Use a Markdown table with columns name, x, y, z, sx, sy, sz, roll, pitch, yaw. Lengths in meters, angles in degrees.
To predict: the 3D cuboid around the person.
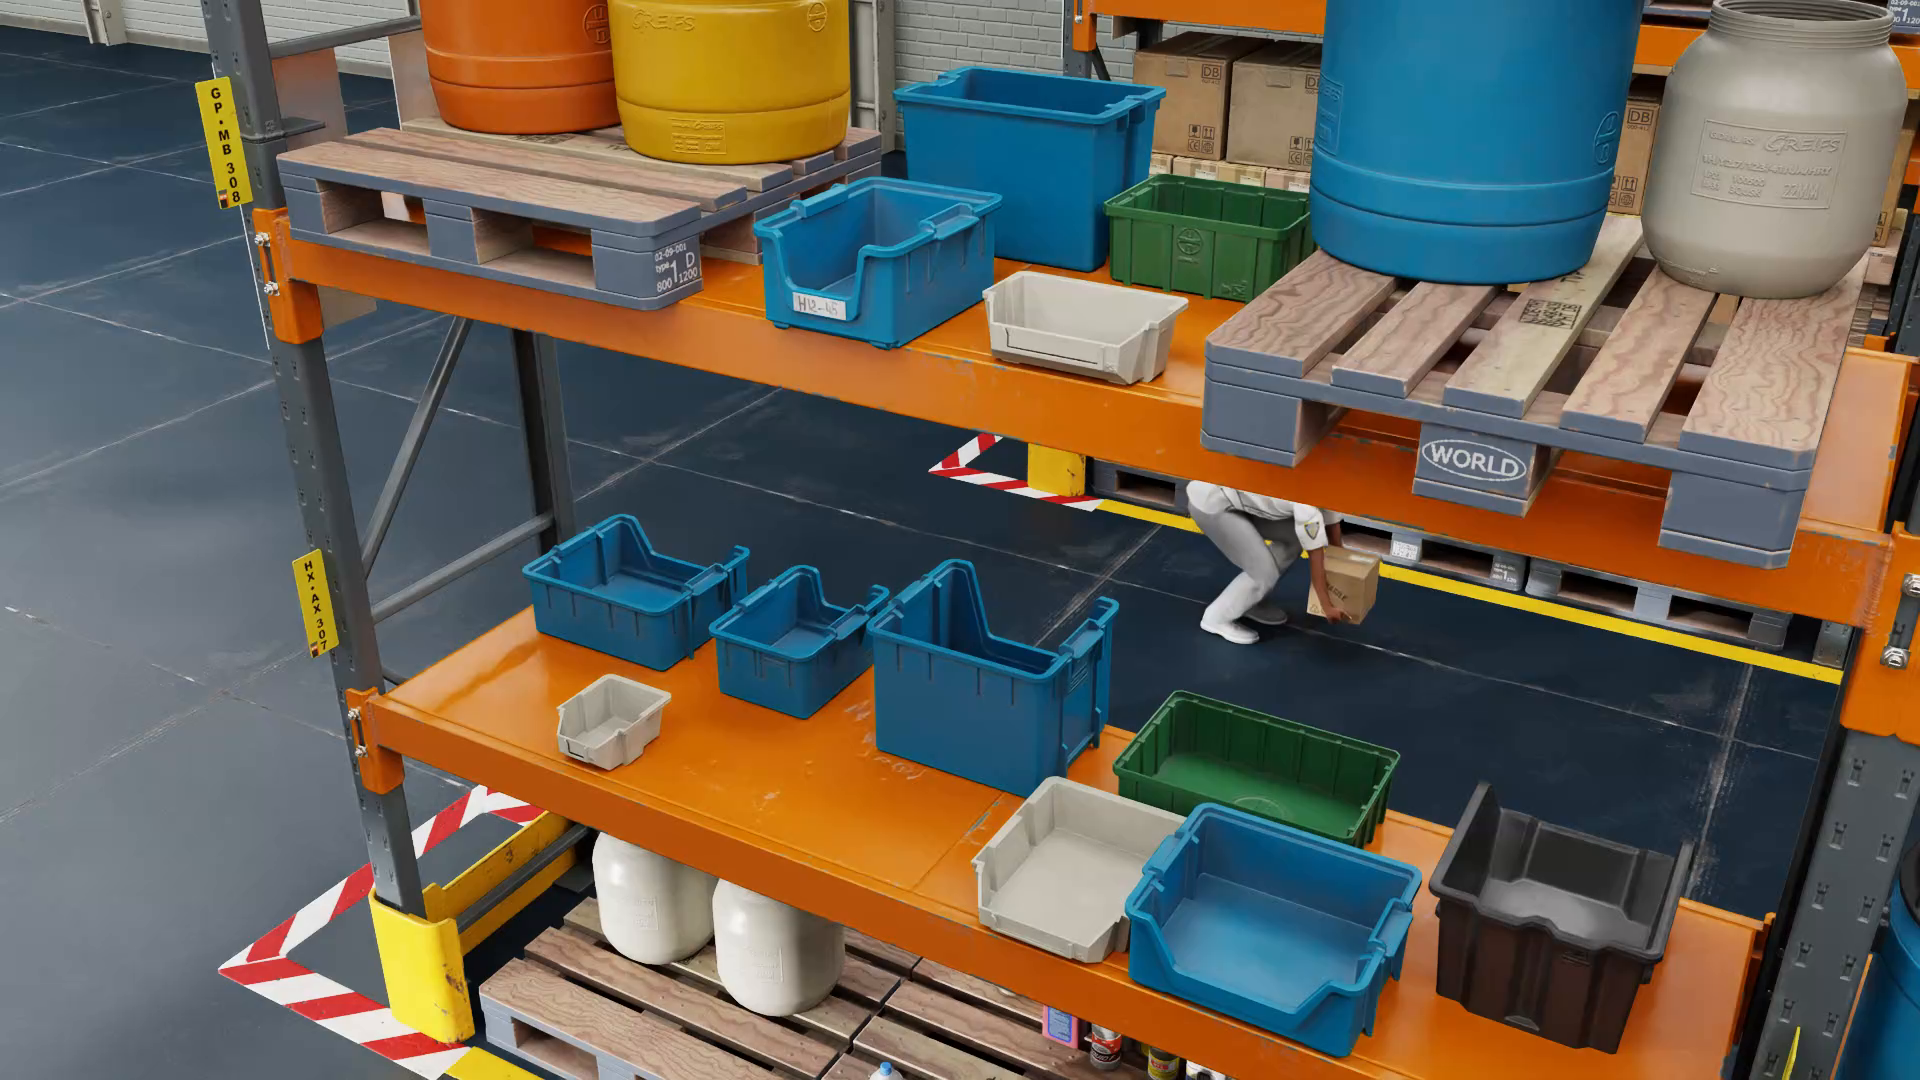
| name | x | y | z | sx | sy | sz | roll | pitch | yaw |
| --- | --- | --- | --- | --- | --- | --- | --- | --- | --- |
| person | 1.521 | 0.009 | 7.848 | 0.930 | 0.993 | 0.455 | 13 | 29 | 24 |
